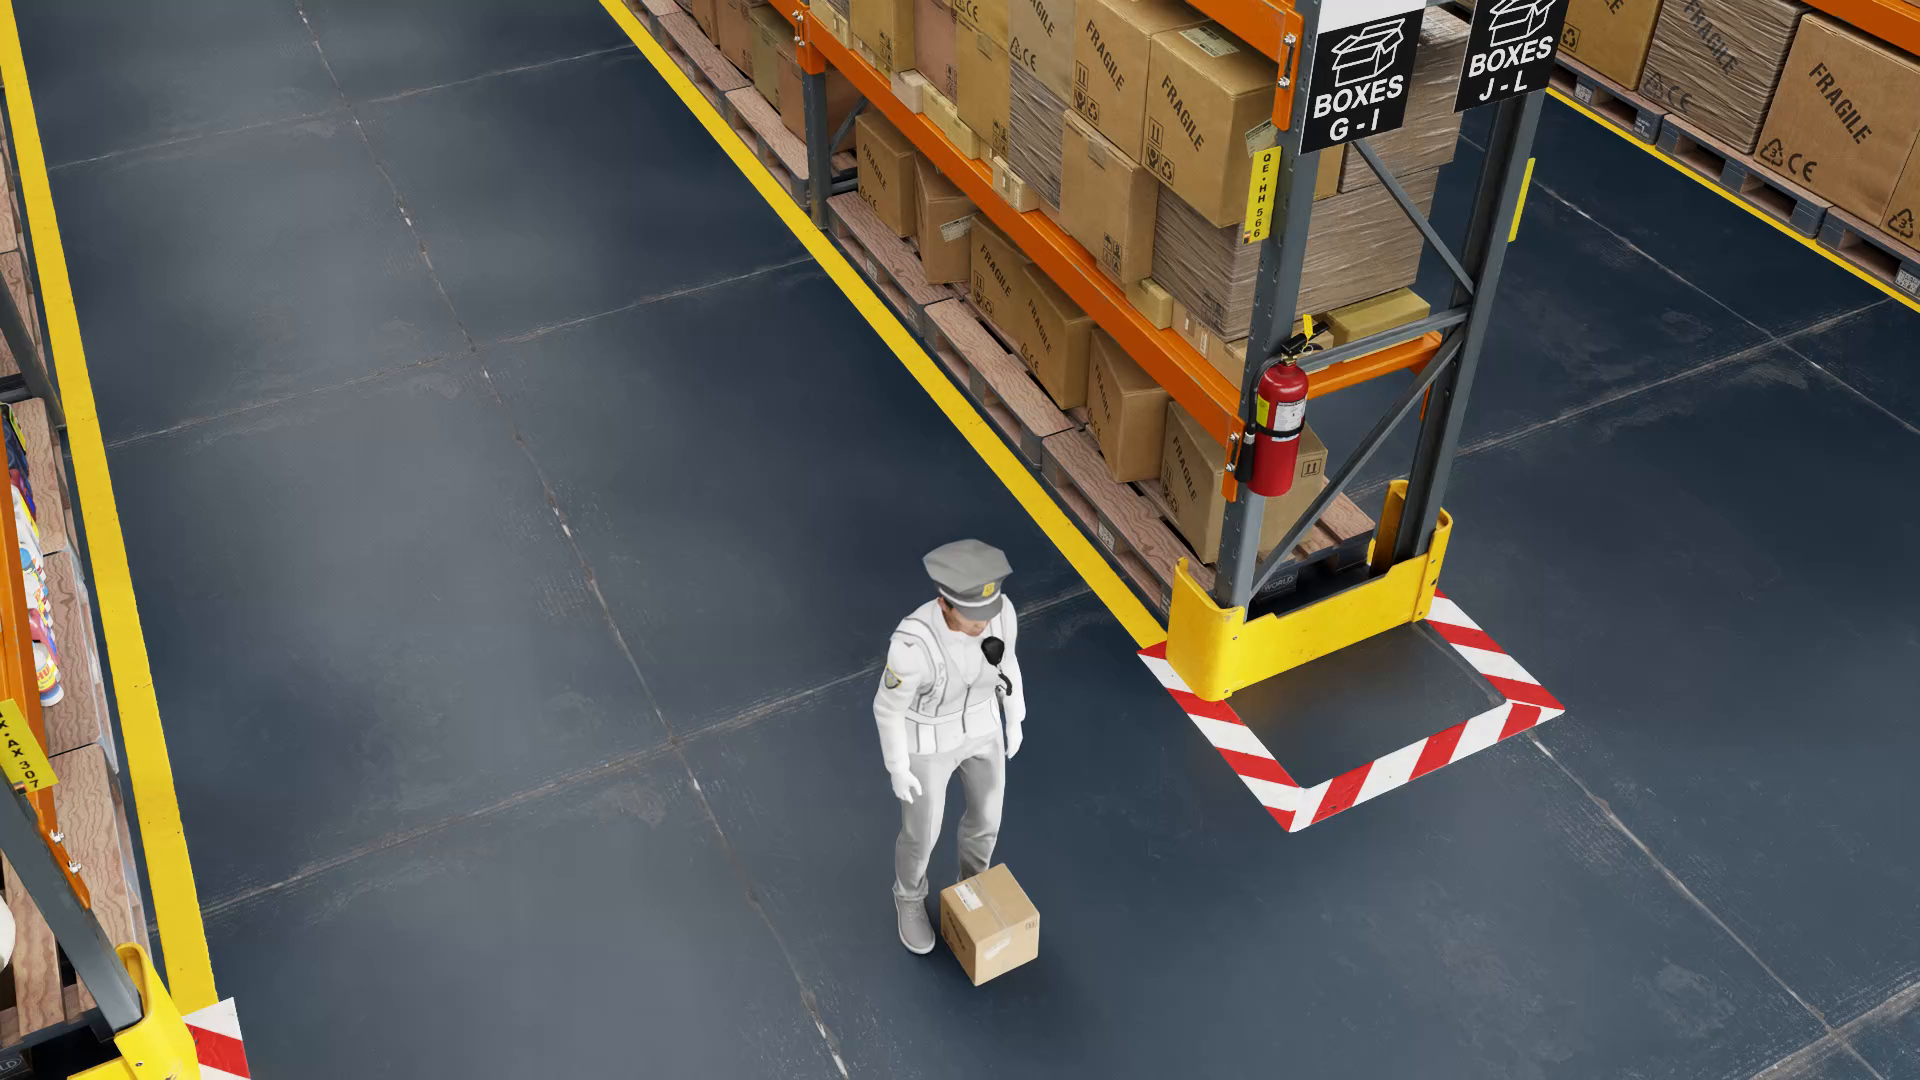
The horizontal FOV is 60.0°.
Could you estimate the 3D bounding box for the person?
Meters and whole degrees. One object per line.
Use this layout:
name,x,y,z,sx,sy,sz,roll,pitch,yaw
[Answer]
person,-0.009,0.666,5.404,0.518,1.663,0.413,-21,45,-22
